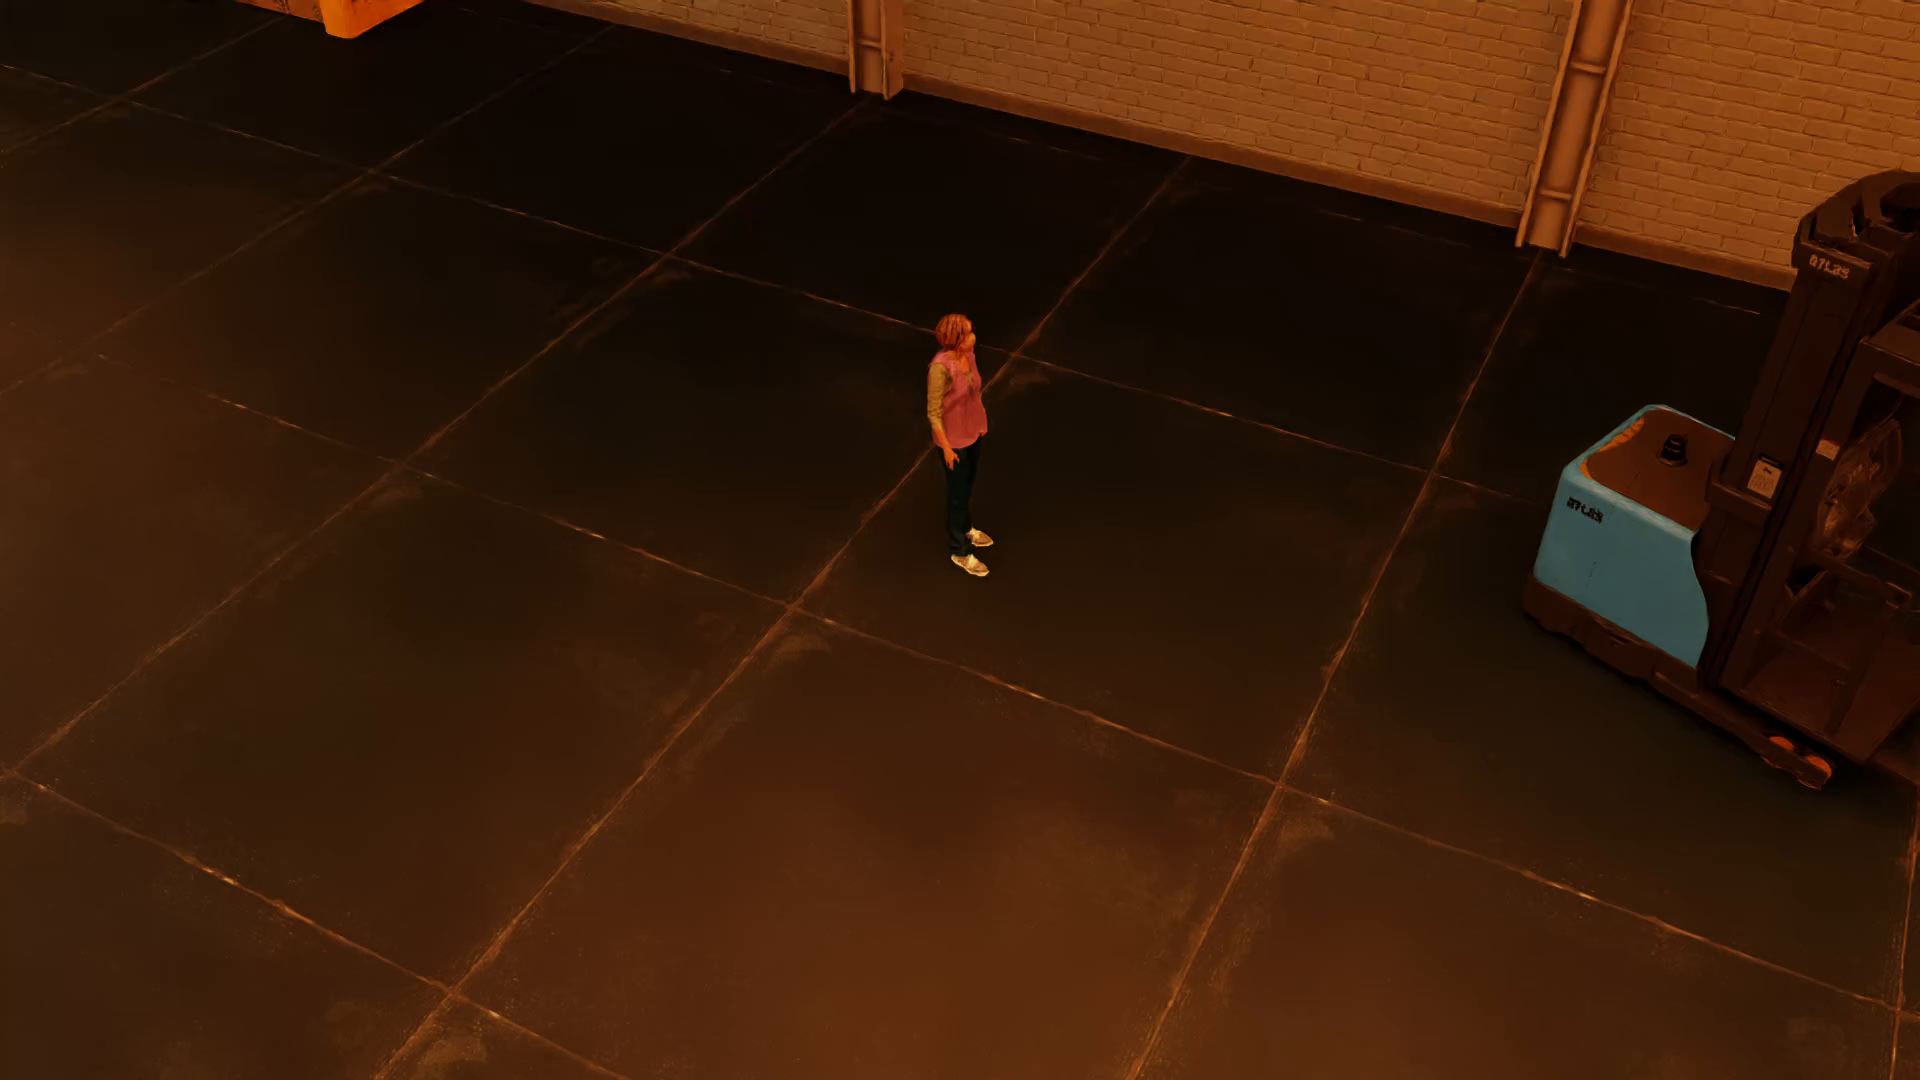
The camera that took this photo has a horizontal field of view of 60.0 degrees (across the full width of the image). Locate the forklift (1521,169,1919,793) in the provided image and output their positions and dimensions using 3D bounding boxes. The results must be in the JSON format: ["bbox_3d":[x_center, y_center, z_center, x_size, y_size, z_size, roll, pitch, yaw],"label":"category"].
[{"bbox_3d":[4.642,-0.200,8.224,1.130,2.935,3.031,-31,49,-31],"label":"forklift"}]

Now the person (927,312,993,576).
[{"bbox_3d":[0.059,-0.586,9.707,0.474,1.597,0.520,18,43,21],"label":"person"}]
